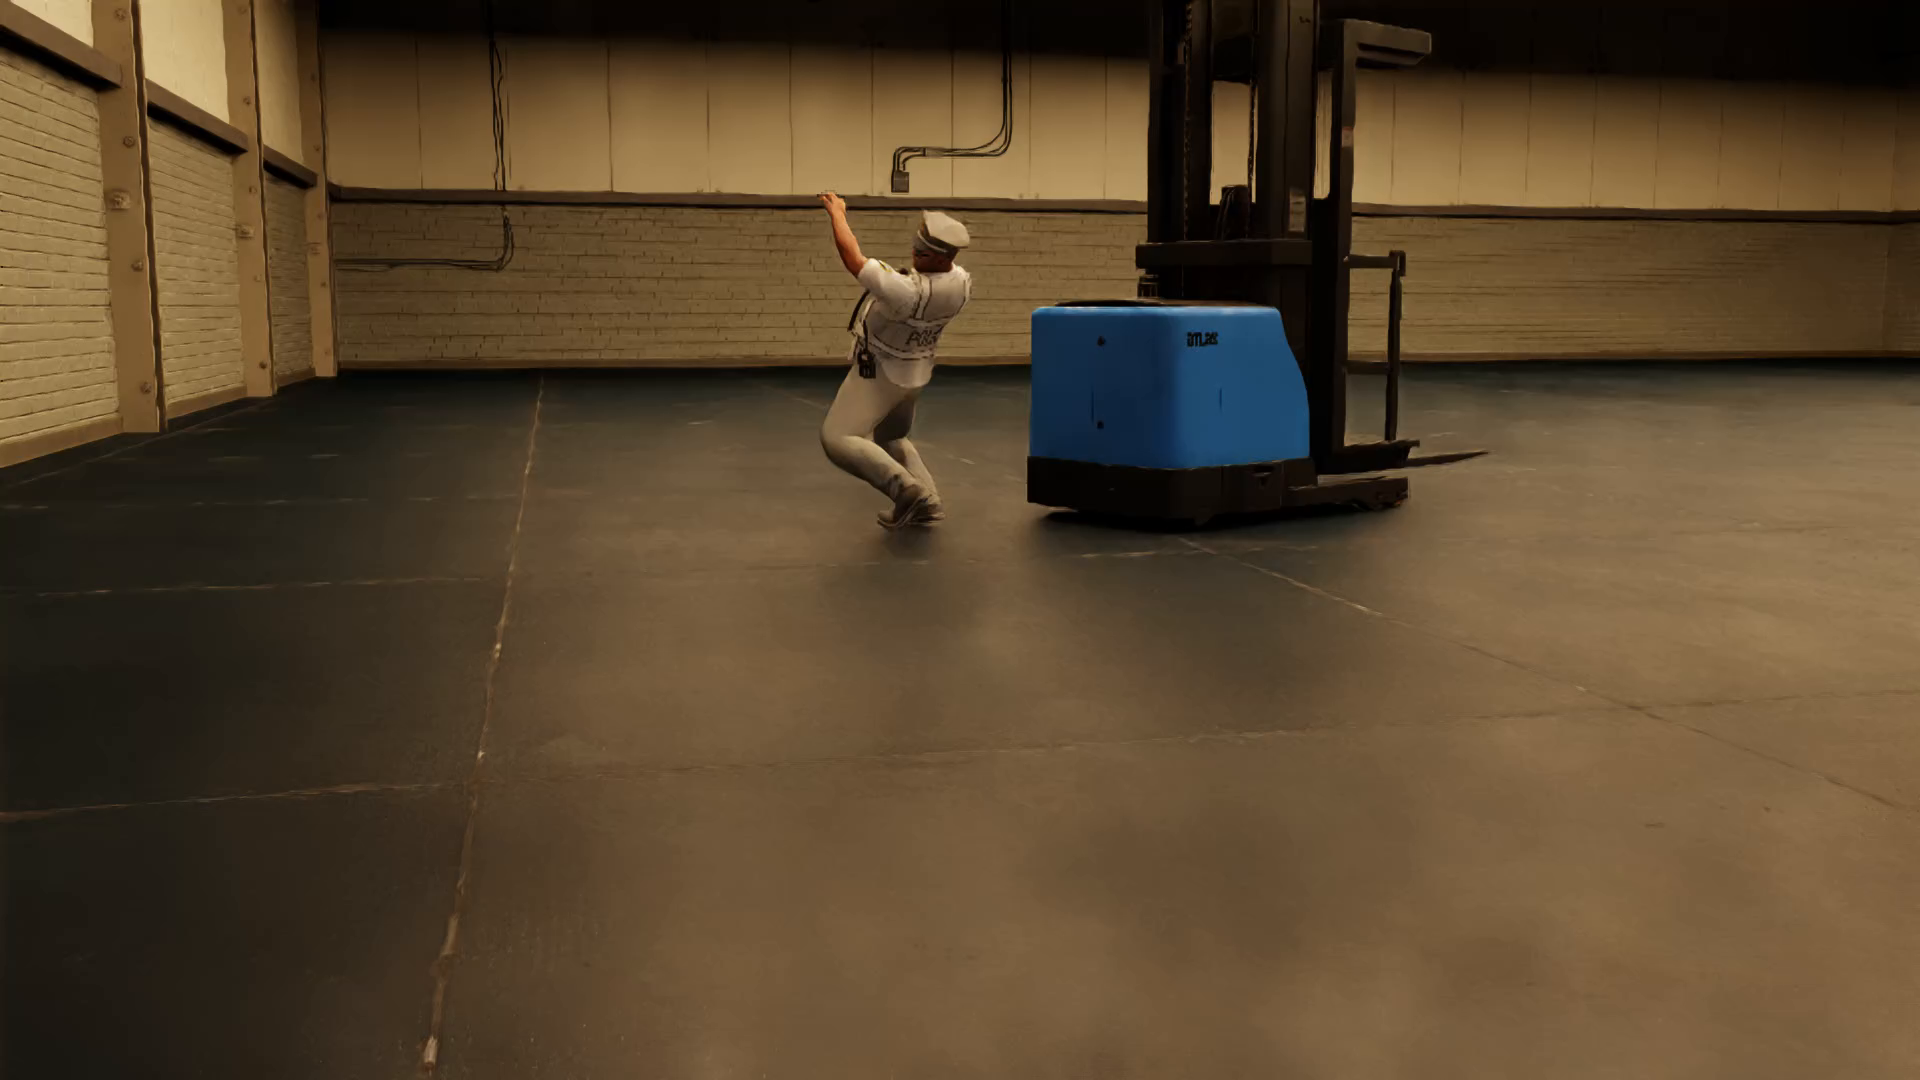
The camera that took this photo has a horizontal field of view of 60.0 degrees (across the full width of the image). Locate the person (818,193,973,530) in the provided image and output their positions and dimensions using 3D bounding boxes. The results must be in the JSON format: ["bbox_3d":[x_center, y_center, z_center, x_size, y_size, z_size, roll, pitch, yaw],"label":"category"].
[{"bbox_3d":[-0.183,-0.857,8.024,0.739,1.589,1.075,3,9,22],"label":"person"}]

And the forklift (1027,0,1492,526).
[{"bbox_3d":[1.799,-1.663,9.011,3.031,2.935,1.130,-7,10,-40],"label":"forklift"}]
